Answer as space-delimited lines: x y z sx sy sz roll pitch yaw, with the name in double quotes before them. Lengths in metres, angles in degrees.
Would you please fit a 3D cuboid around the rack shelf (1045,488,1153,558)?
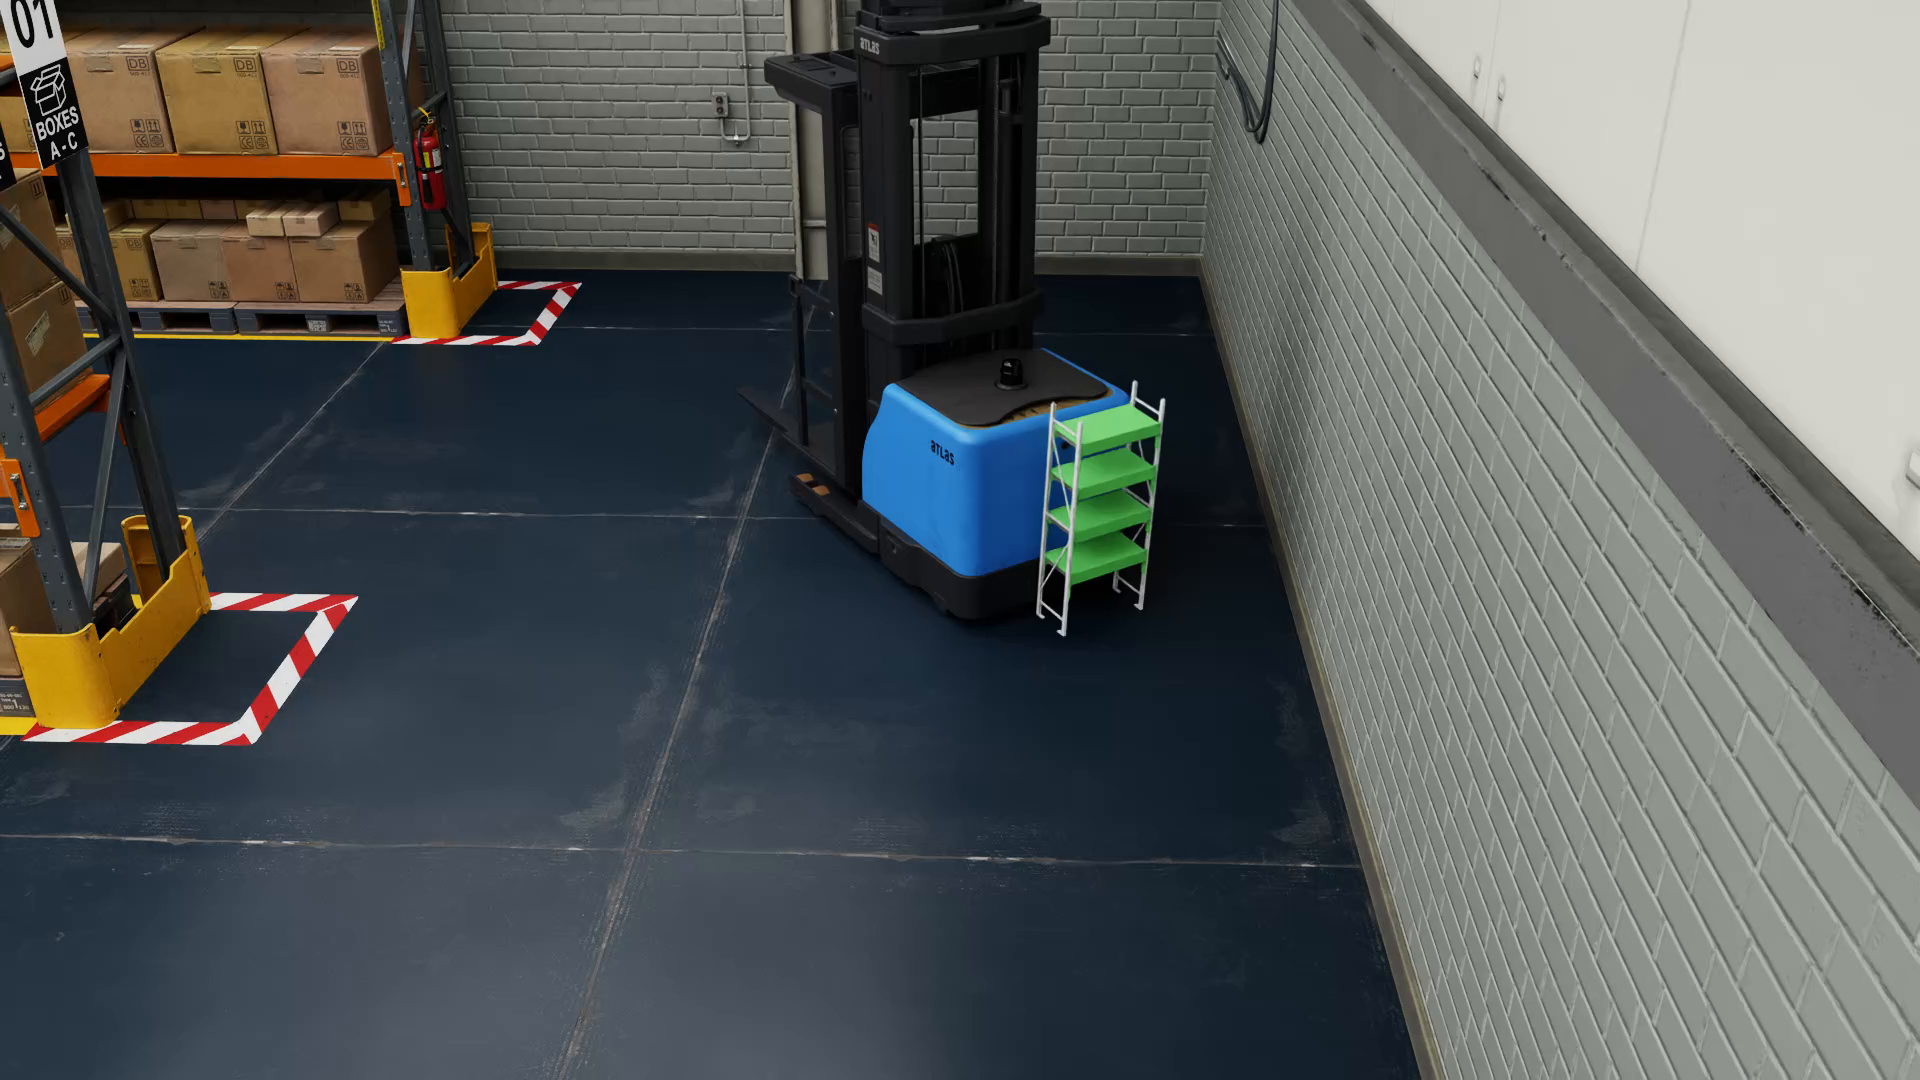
"rack shelf" 0.685 -0.092 8.262 0.480 0.148 0.258 -17 36 -28

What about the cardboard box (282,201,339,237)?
"cardboard box" -4.649 -2.301 11.915 0.250 0.149 0.380 1 28 1

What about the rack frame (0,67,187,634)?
"rack frame" -3.982 -0.733 7.429 0.127 3.000 1.000 1 28 2

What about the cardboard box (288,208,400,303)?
"cardboard box" -4.514 -2.097 12.224 0.500 0.500 0.700 1 28 2

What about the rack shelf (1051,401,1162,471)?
"rack shelf" 0.702 -0.503 8.014 0.480 0.148 0.258 -17 36 -28

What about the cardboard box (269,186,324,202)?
"cardboard box" -4.889 -2.483 12.260 0.250 0.149 0.380 1 28 2

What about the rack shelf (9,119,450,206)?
"rack shelf" -5.810 -2.767 12.034 4.000 0.370 1.077 1 28 2

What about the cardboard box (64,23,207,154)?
"cardboard box" -5.810 -3.211 11.785 0.700 0.700 0.980 0 28 -1

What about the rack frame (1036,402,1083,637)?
"rack frame" 0.482 -0.085 8.113 0.015 1.200 0.240 -17 36 -28

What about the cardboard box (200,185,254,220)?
"cardboard box" -5.393 -2.492 12.276 0.250 0.149 0.380 1 28 3

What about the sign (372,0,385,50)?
"sign" -3.844 -3.414 10.998 0.005 0.325 0.100 1 28 2

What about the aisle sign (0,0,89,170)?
"aisle sign" -3.904 -2.018 7.078 0.004 0.787 0.394 1 28 2

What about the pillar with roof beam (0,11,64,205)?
"pillar with roof beam" -7.230 -4.146 7.464 0.400 9.000 9.100 1 28 2

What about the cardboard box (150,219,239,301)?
"cardboard box" -5.517 -2.114 12.255 0.500 0.500 0.700 0 28 0

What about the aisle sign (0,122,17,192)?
"aisle sign" -3.925 -1.737 6.548 0.004 0.787 0.394 1 28 2

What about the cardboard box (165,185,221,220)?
"cardboard box" -5.649 -2.496 12.283 0.250 0.149 0.380 1 28 2

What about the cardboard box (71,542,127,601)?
"cardboard box" -4.389 0.165 8.311 0.250 0.149 0.380 1 28 2

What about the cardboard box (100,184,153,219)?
"cardboard box" -6.160 -2.504 12.299 0.250 0.149 0.380 1 28 2

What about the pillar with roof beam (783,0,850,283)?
"pillar with roof beam" -1.234 -4.047 7.277 0.400 9.000 9.100 1 28 2

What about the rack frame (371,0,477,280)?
"rack frame" -3.811 -3.051 11.804 0.127 3.000 1.000 1 28 2

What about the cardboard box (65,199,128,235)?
"cardboard box" -6.207 -2.325 11.962 0.250 0.149 0.380 0 28 0

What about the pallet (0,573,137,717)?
"pallet" -4.855 0.486 8.109 1.213 0.211 1.003 1 28 2

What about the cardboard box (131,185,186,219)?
"cardboard box" -5.902 -2.500 12.291 0.250 0.149 0.380 0 28 1

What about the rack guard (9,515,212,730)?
"rack guard" -4.058 0.371 8.017 0.348 0.500 1.175 1 28 2

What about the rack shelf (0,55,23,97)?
"rack shelf" -5.981 -1.773 6.958 4.000 0.370 1.077 1 28 2

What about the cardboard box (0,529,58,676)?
"cardboard box" -4.534 0.284 7.711 0.500 0.500 0.500 1 28 2

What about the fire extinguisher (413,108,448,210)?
"fire extinguisher" -3.677 -2.634 11.497 0.183 0.674 0.296 1 28 2

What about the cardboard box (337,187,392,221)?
"cardboard box" -4.382 -2.475 12.245 0.250 0.149 0.380 1 28 2

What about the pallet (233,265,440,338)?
"pallet" -4.613 -1.796 12.413 1.213 0.211 1.003 1 28 2

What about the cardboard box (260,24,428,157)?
"cardboard box" -4.321 -3.188 11.740 0.700 0.700 0.980 2 28 4

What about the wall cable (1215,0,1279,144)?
"wall cable" 1.829 -4.069 10.634 0.112 2.526 3.097 1 28 2

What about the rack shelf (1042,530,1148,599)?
"rack shelf" 0.677 0.113 8.386 0.480 0.148 0.258 -17 36 -28

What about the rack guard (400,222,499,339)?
"rack guard" -3.787 -1.947 12.388 0.348 0.500 1.175 1 28 2

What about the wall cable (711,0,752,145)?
"wall cable" -2.498 -3.922 12.361 1.851 1.984 0.084 1 28 2

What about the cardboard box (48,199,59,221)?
"cardboard box" -6.729 -2.334 11.978 0.250 0.149 0.380 2 28 4

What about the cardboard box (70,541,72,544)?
"cardboard box" -4.638 0.153 8.314 0.250 0.166 0.380 1 28 2

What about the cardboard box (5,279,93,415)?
"cardboard box" -4.416 -0.908 7.653 0.500 0.500 0.500 2 28 3

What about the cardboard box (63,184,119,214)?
"cardboard box" -6.413 -2.508 12.307 0.250 0.149 0.380 0 28 0

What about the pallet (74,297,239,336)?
"pallet" -5.829 -1.817 12.453 1.213 0.211 1.003 1 28 2

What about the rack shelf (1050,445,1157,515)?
"rack shelf" 0.693 -0.298 8.138 0.480 0.148 0.258 -17 36 -28

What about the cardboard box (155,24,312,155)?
"cardboard box" -5.049 -3.194 11.753 0.700 0.700 0.980 1 28 1

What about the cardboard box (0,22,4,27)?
"cardboard box" -7.267 -3.233 11.827 0.700 0.700 0.980 1 28 3

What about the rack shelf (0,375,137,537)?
"rack shelf" -5.981 -0.448 7.660 4.000 0.370 1.077 1 28 2

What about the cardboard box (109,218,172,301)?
"cardboard box" -6.050 -2.119 12.265 0.500 0.500 0.700 2 28 3

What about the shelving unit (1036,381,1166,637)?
"shelving unit" 0.687 -0.147 8.229 0.503 1.200 0.258 -17 36 -28

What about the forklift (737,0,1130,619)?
"forklift" -0.334 -1.544 9.034 1.130 2.935 3.031 -16 32 -28

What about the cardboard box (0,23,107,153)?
"cardboard box" -6.538 -3.219 11.799 0.700 0.700 0.980 0 28 0

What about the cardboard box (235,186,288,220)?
"cardboard box" -5.139 -2.488 12.268 0.250 0.149 0.380 1 28 2

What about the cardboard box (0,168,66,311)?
"cardboard box" -4.416 -1.349 7.419 0.500 0.500 0.500 2 28 3

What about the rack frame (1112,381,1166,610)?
"rack frame" 0.893 -0.209 8.345 0.015 1.200 0.240 -17 36 -28

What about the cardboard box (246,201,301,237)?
"cardboard box" -4.904 -2.305 11.923 0.250 0.149 0.380 2 28 3

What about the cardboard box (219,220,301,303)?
"cardboard box" -5.014 -2.106 12.240 0.500 0.500 0.700 1 28 2

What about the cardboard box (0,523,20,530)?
"cardboard box" -5.015 0.138 8.253 0.500 0.250 0.500 1 28 2

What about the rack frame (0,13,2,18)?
"rack frame" -3.982 -3.383 6.024 0.127 3.000 1.000 1 28 2

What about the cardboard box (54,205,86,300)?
"cardboard box" -6.563 -2.128 12.283 0.500 0.500 0.700 1 28 1
